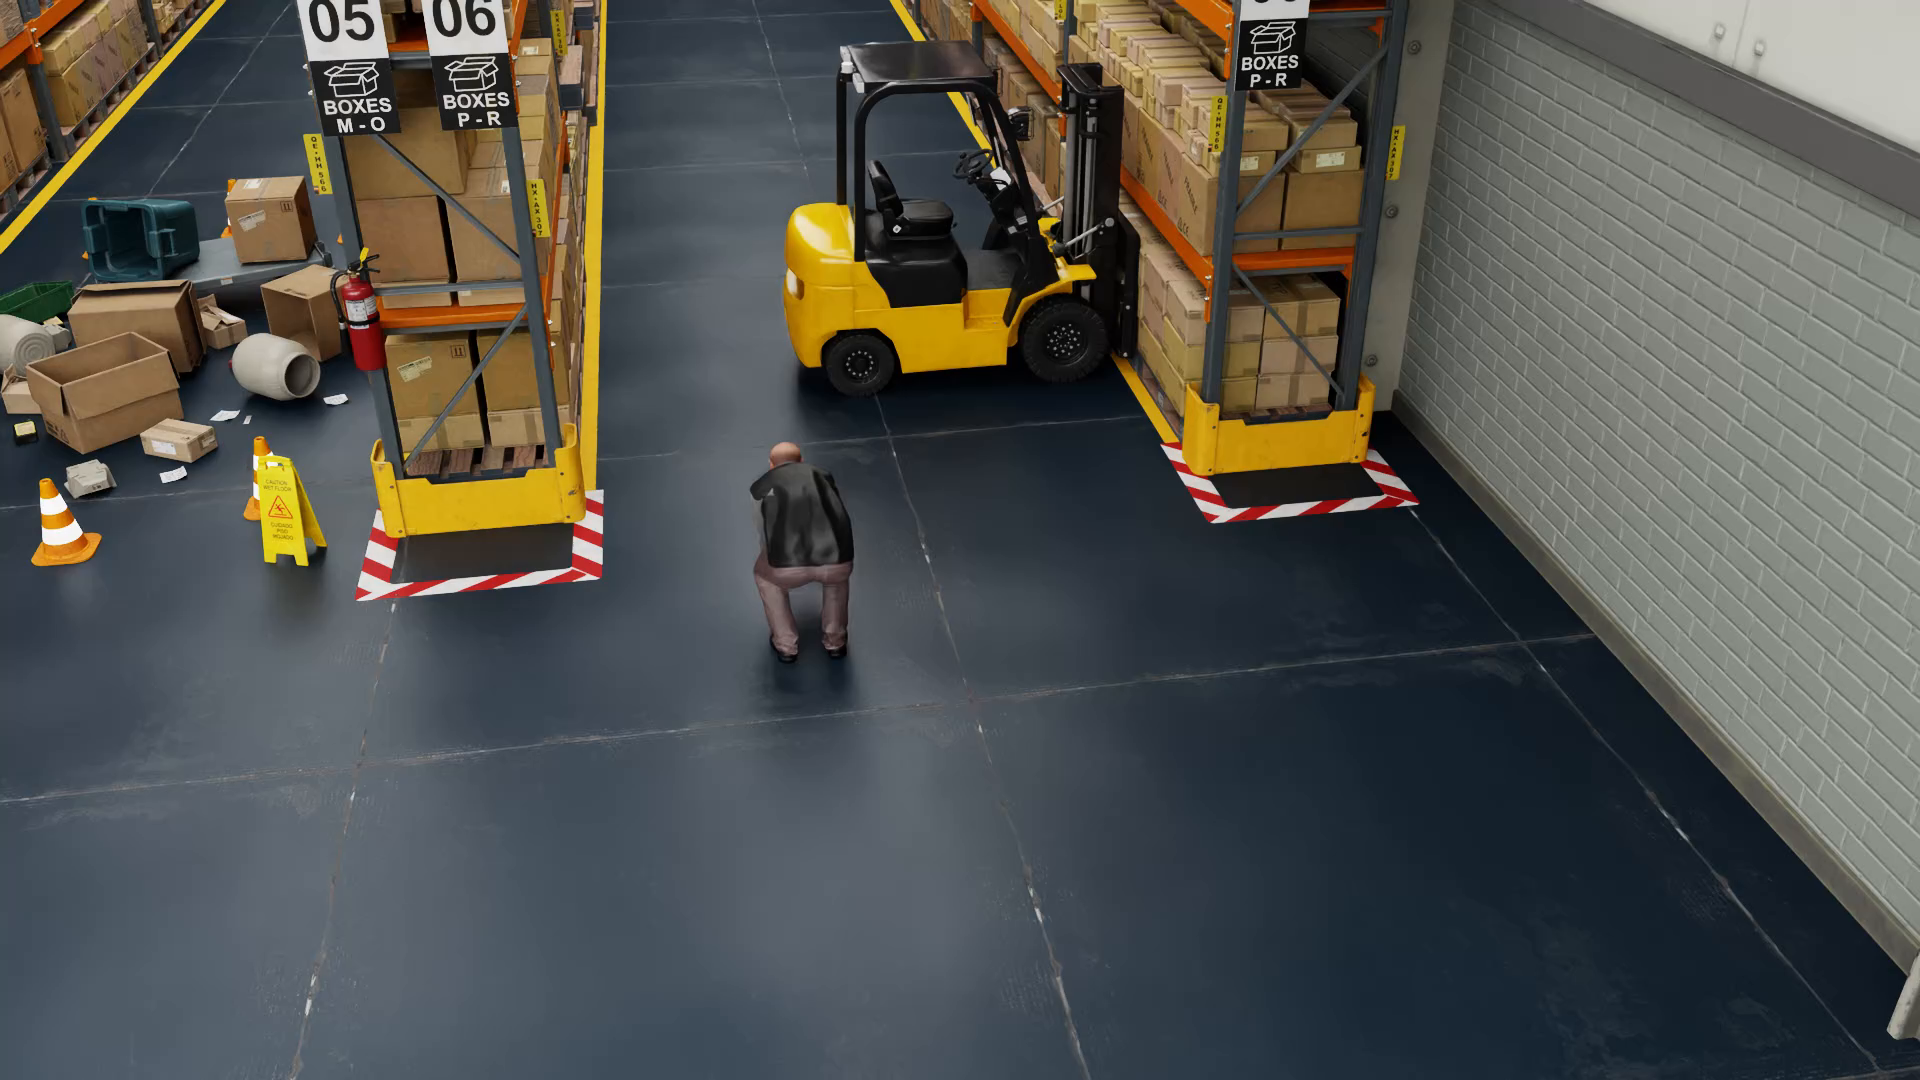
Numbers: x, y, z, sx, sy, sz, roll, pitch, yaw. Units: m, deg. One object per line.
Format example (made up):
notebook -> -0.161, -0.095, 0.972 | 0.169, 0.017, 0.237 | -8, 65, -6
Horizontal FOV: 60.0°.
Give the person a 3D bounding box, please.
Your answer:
person -> -0.826, 0.079, 8.774 | 0.499, 0.968, 0.939 | -7, 31, -11
